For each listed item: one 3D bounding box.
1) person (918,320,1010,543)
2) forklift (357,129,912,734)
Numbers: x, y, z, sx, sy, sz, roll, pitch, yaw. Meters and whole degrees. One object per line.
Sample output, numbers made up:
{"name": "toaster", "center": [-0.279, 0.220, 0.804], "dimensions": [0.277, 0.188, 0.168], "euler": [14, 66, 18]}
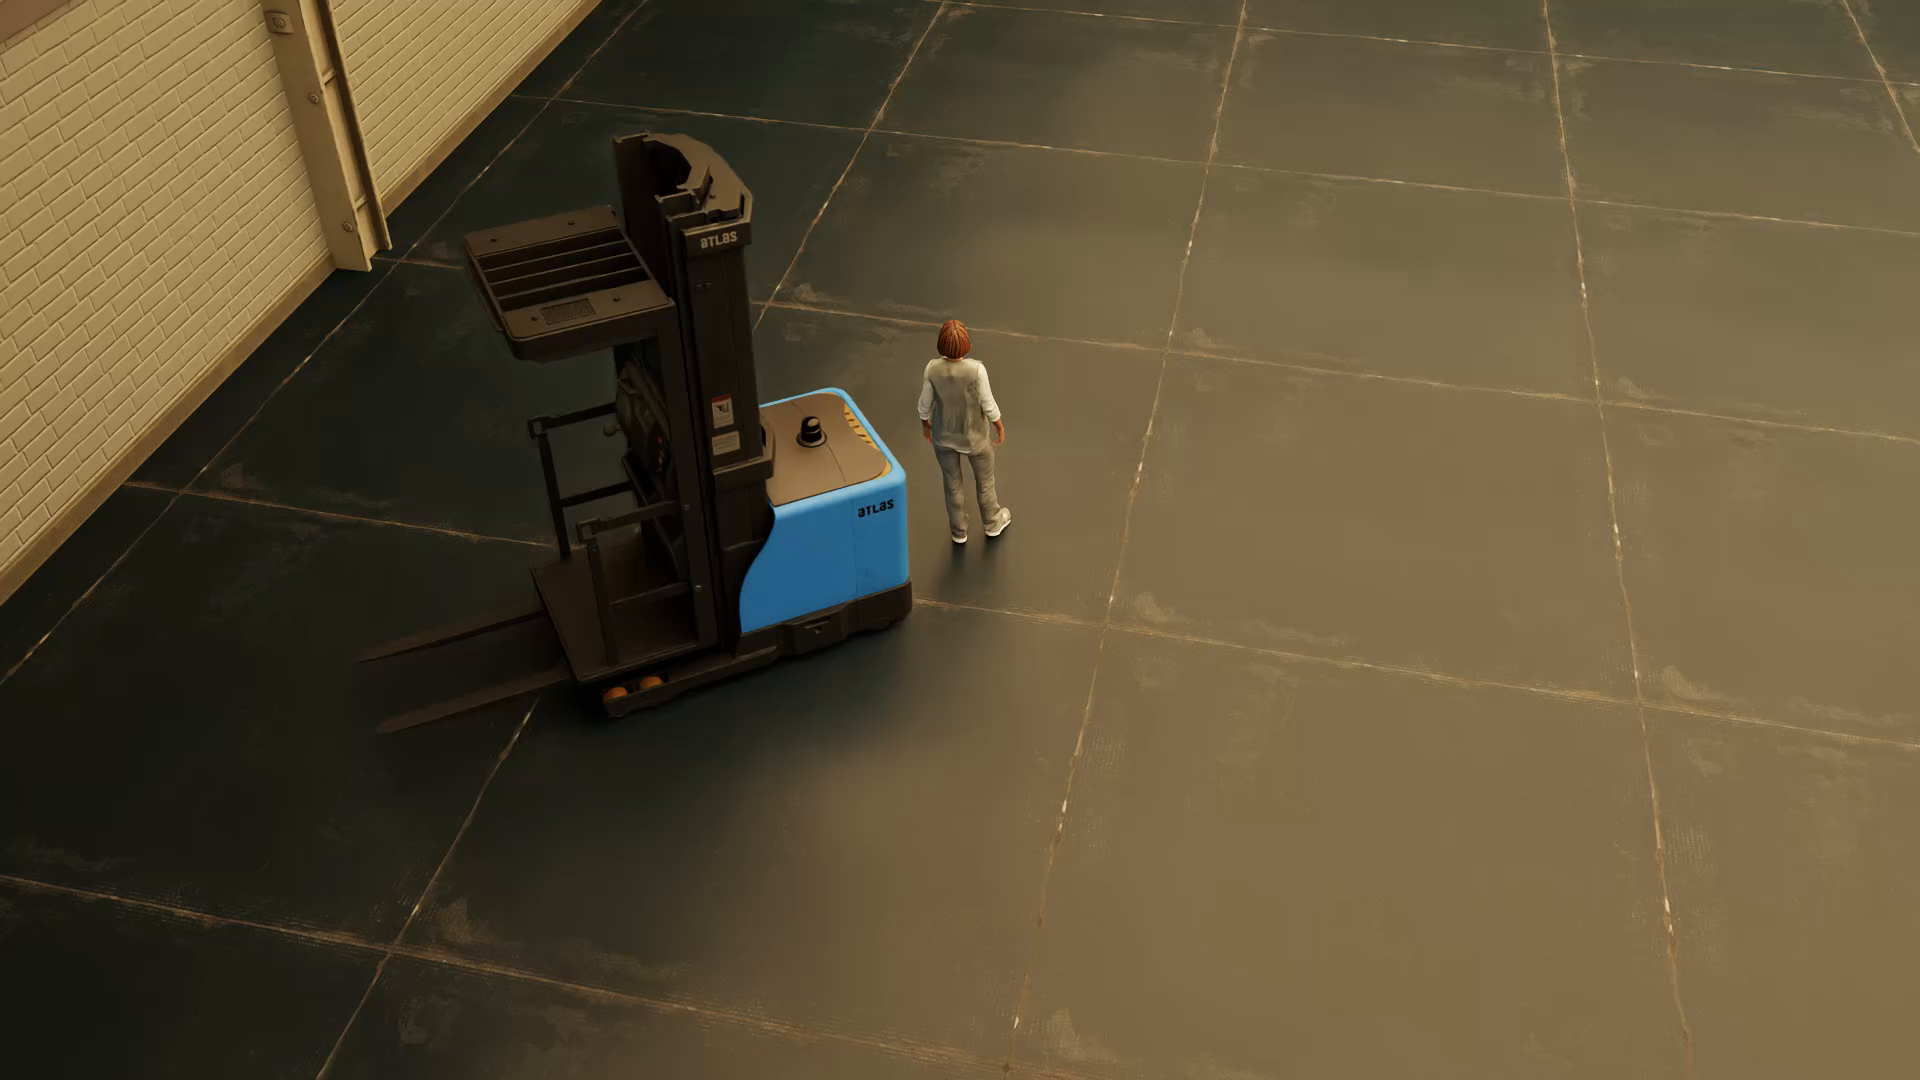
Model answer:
{"name": "person", "center": [0.030, -0.659, 9.890], "dimensions": [0.520, 1.582, 0.475], "euler": [8, 40, 9]}
{"name": "forklift", "center": [-1.838, -0.540, 8.700], "dimensions": [3.031, 2.935, 1.130], "euler": [-17, 42, -19]}
